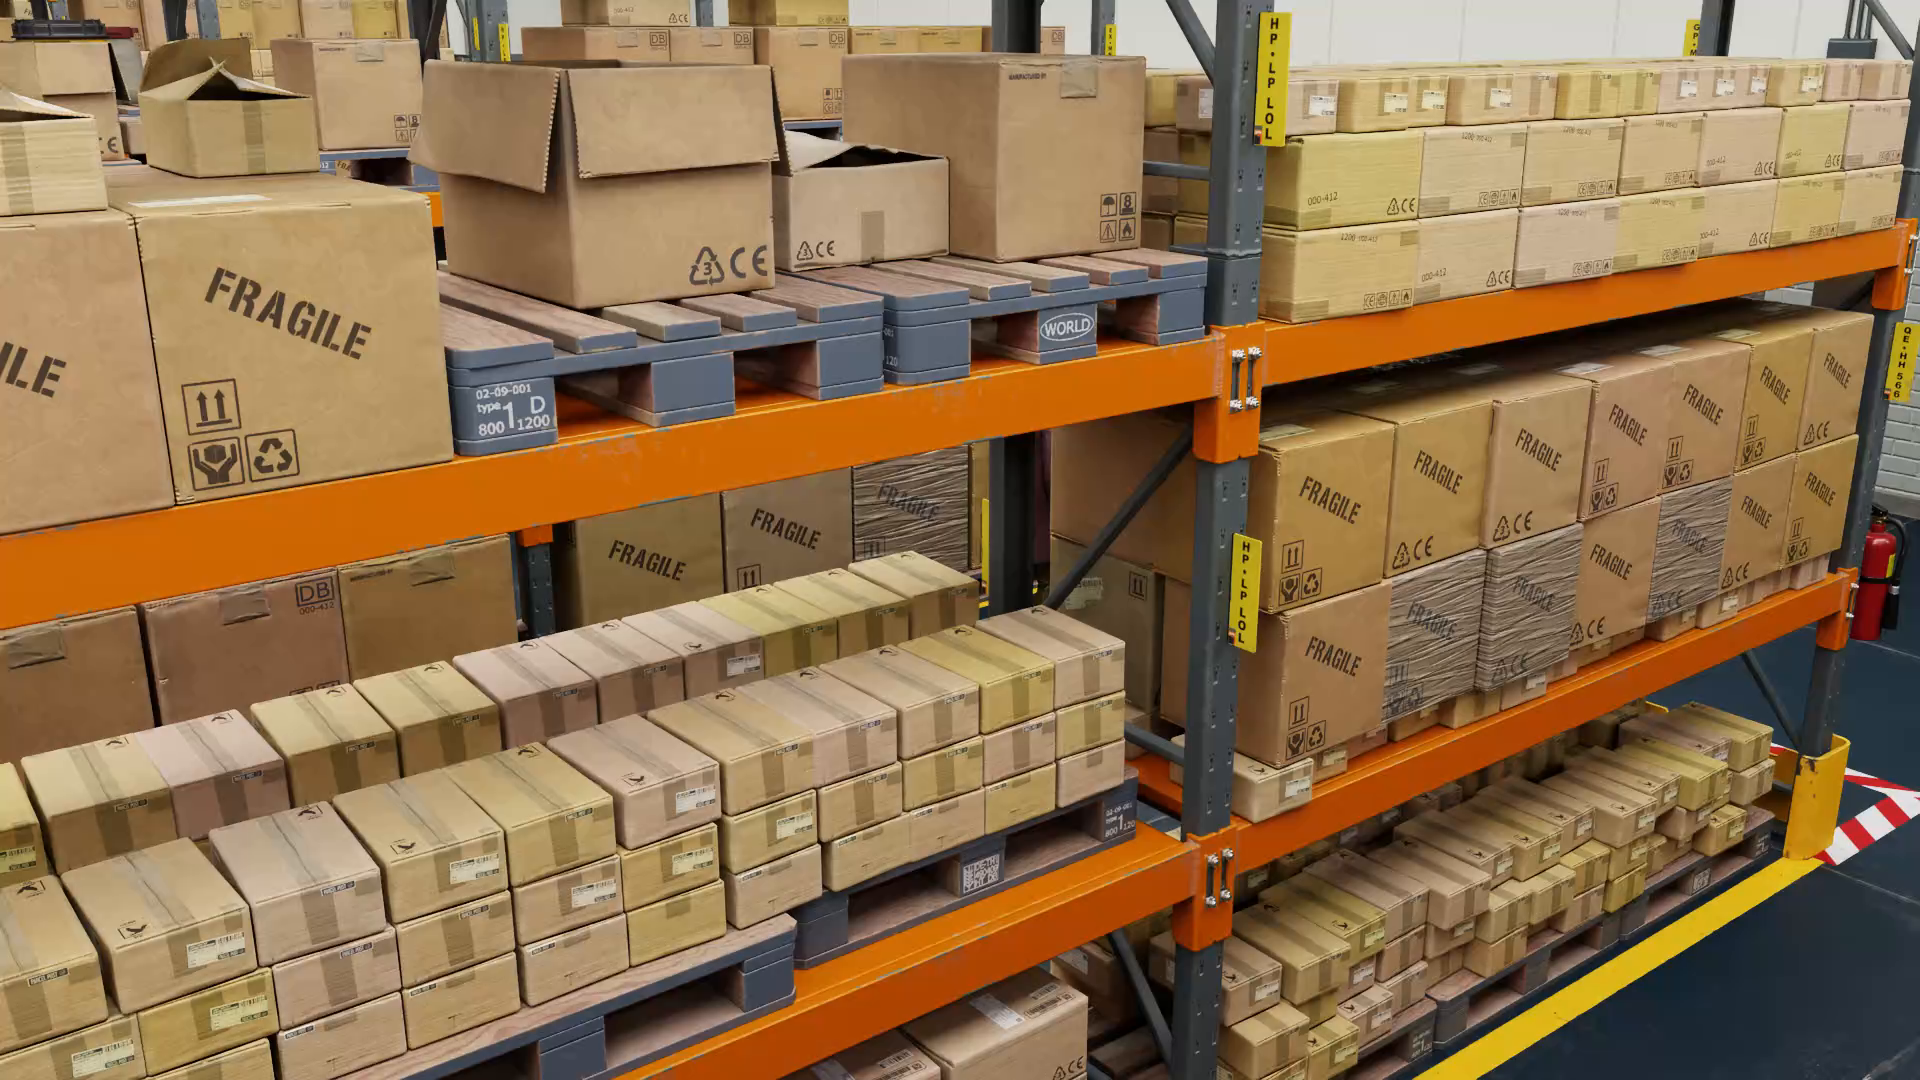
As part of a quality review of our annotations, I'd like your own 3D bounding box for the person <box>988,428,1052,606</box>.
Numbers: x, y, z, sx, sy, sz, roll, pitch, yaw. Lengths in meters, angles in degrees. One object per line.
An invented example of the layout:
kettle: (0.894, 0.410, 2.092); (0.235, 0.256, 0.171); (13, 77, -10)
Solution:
person: (0.425, -0.145, 9.537); (0.430, 1.773, 0.640); (-14, 22, -37)
